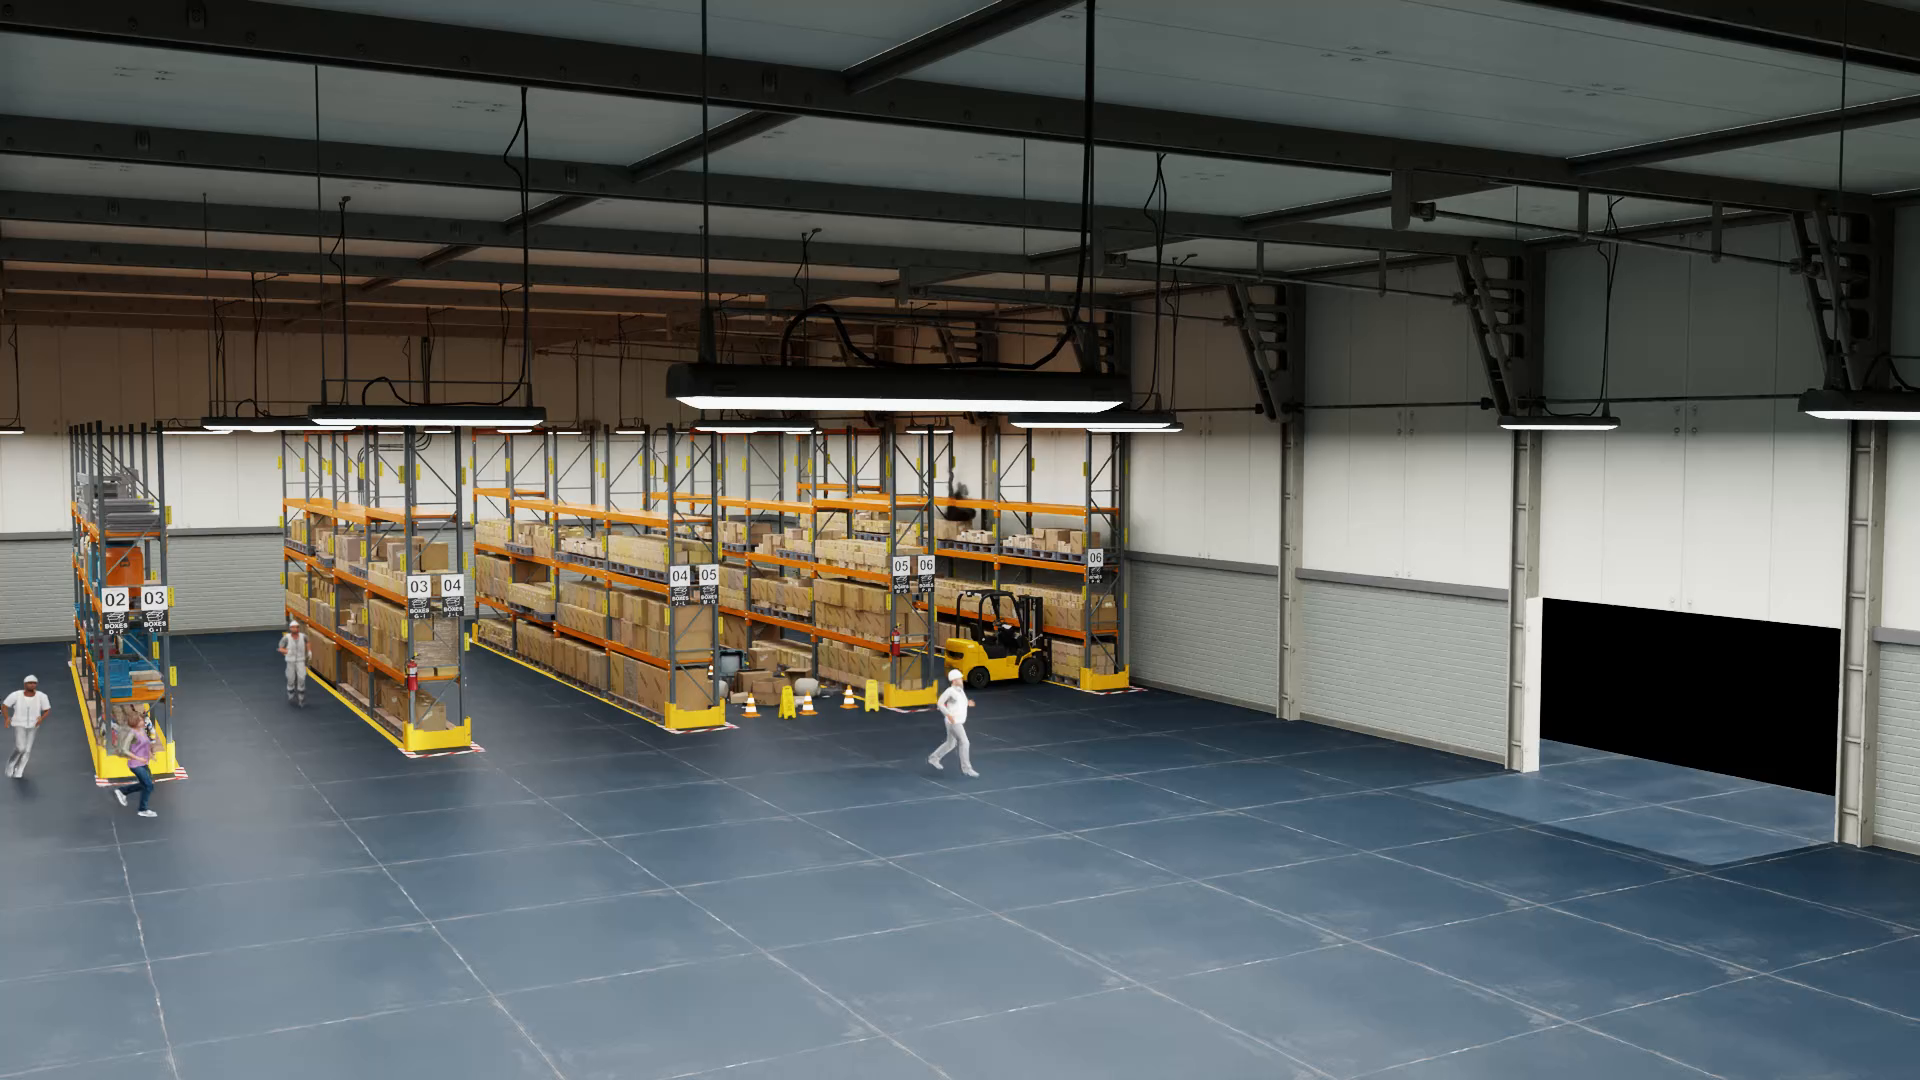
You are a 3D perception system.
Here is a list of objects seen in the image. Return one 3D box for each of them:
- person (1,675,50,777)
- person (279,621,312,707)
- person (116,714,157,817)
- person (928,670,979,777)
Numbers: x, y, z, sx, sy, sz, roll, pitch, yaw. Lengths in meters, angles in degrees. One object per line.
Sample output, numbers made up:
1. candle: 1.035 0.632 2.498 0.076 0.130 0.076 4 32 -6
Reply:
1. person: -15.660 3.130 27.951 0.694 1.711 0.559 -3 5 -42
2. person: -14.187 2.650 35.524 0.680 1.864 0.770 -2 4 -30
3. person: -12.459 3.404 25.078 0.604 1.567 0.540 0 4 -6
4. person: -0.103 3.091 28.192 0.892 1.801 0.641 1 4 10
